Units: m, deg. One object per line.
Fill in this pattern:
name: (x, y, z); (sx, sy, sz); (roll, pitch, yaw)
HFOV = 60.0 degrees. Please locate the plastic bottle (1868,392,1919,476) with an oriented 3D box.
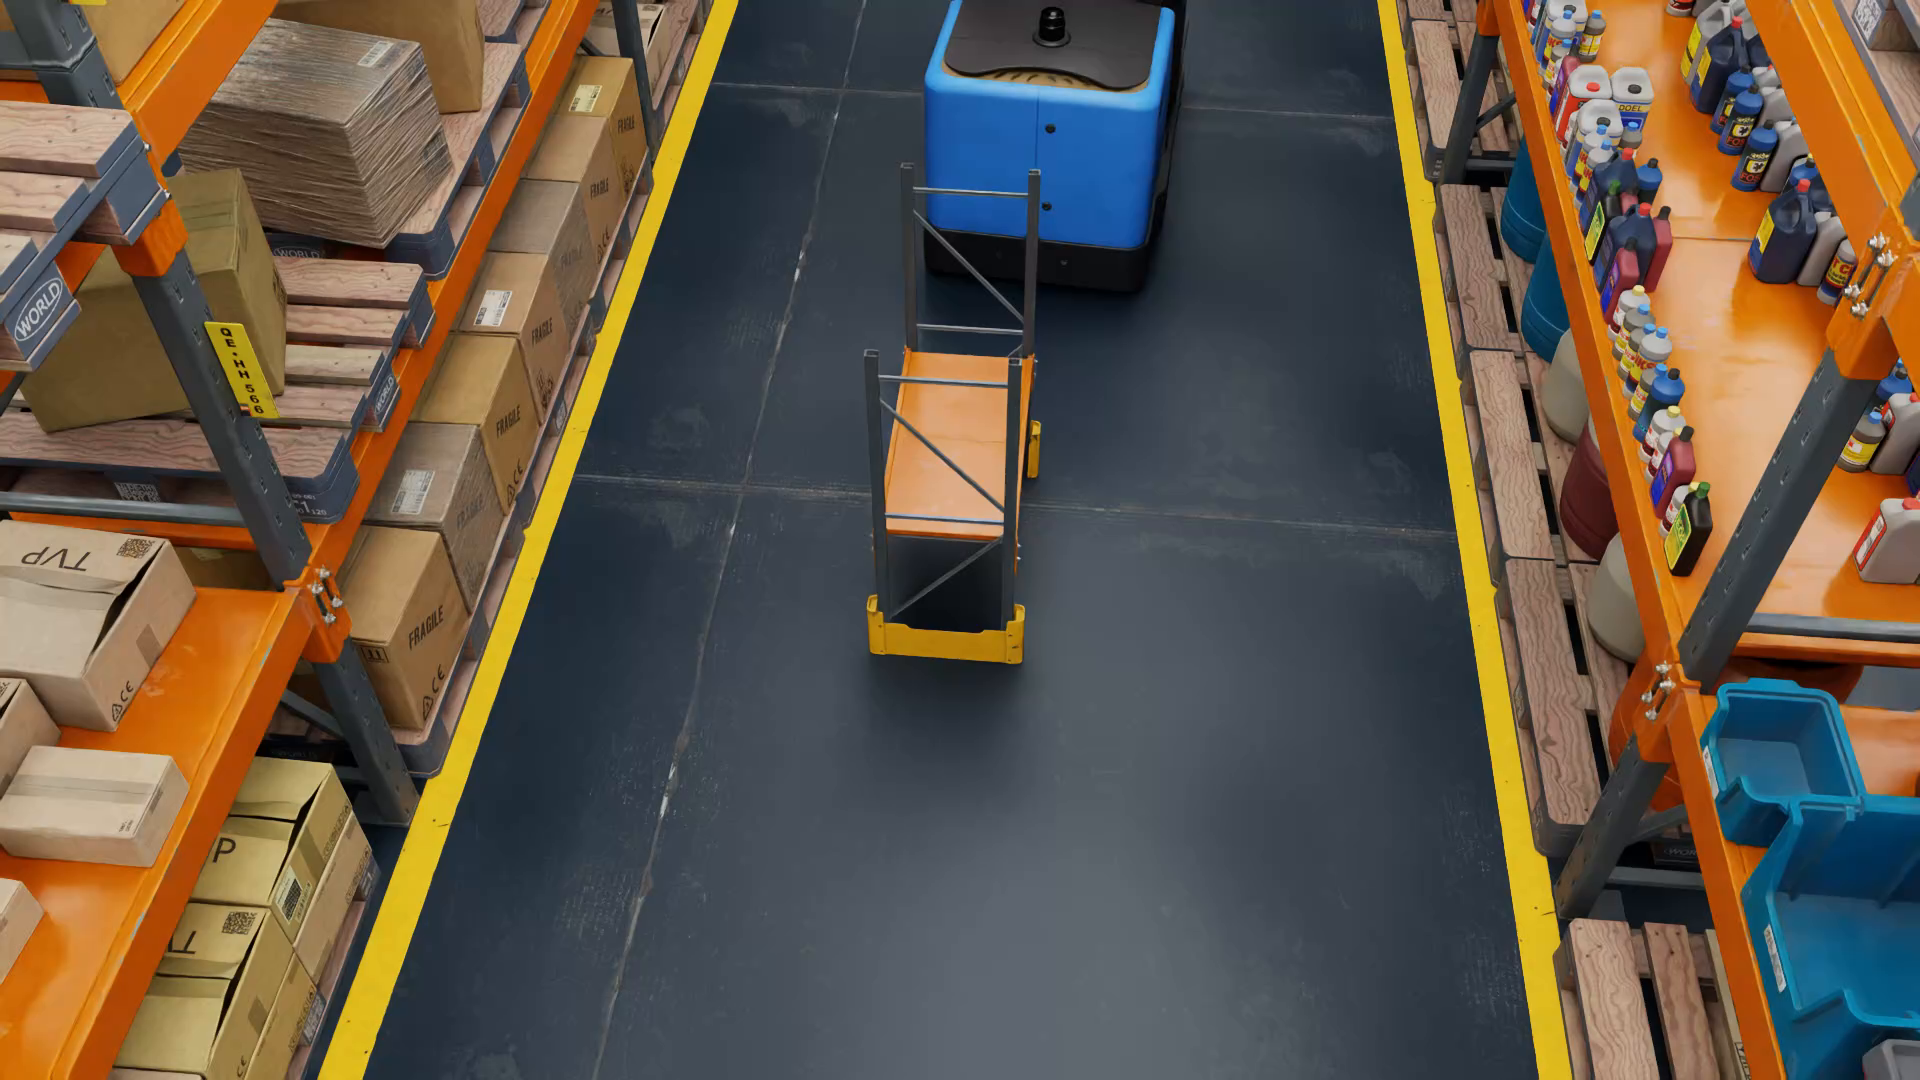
plastic bottle: (2.915, -0.342, 5.114); (0.152, 0.276, 0.135); (4, 48, 4)

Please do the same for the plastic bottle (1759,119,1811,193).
plastic bottle: (3.050, -1.425, 6.105); (0.152, 0.276, 0.135); (4, 48, 4)

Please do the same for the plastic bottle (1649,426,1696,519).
plastic bottle: (2.145, -0.203, 4.982); (0.061, 0.283, 0.133); (4, 48, 4)

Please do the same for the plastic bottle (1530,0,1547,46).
plastic bottle: (2.405, -2.147, 6.768); (0.097, 0.271, 0.097); (0, 48, 0)

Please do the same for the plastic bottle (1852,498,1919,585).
plastic bottle: (2.722, -0.012, 4.812); (0.152, 0.276, 0.135); (4, 48, 4)

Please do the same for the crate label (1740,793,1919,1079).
crate label: (2.152, 0.953, 3.822); (0.502, 0.435, 0.616); (4, 48, 4)

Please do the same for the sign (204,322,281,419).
sign: (-1.868, -0.439, 4.334); (0.100, 0.325, 0.005); (4, 48, 4)

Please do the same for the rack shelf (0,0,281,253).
rack shelf: (-2.238, -2.322, 5.296); (1.077, 0.370, 4.000); (4, 48, 4)

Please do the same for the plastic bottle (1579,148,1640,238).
plastic bottle: (2.313, -1.244, 5.889); (0.144, 0.351, 0.185); (4, 48, 4)

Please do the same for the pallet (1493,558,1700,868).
pallet: (2.542, 0.612, 6.047); (1.003, 0.211, 1.213); (4, 48, 4)

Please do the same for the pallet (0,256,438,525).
pallet: (-2.429, -0.521, 5.324); (1.213, 0.211, 1.003); (4, 48, 4)

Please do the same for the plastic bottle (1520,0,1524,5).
plastic bottle: (2.418, -2.406, 6.997); (0.061, 0.283, 0.133); (4, 48, 4)

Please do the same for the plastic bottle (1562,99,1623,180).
plastic bottle: (2.349, -1.479, 6.154); (0.152, 0.276, 0.135); (4, 48, 4)

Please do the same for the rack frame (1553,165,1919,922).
rack frame: (2.512, 0.253, 4.486); (1.000, 3.000, 0.127); (4, 48, 4)

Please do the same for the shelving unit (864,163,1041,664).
shelving unit: (-0.007, -0.450, 6.145); (0.587, 1.500, 1.083); (4, 48, 4)

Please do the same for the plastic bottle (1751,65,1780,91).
plastic bottle: (3.083, -1.694, 6.351); (0.152, 0.276, 0.135); (4, 48, 4)

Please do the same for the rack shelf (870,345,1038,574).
rack shelf: (-0.008, -0.322, 6.272); (0.538, 0.185, 1.000); (4, 48, 4)

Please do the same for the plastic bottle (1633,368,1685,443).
plastic bottle: (2.191, -0.426, 5.194); (0.097, 0.271, 0.097); (0, 48, 0)

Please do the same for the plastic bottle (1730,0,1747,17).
plastic bottle: (3.129, -2.065, 6.690); (0.152, 0.276, 0.135); (4, 48, 4)

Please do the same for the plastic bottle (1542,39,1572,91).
plastic bottle: (2.375, -1.881, 6.572); (0.097, 0.201, 0.097); (0, 48, 0)

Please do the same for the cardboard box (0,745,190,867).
cardboard box: (-2.228, 0.681, 4.264); (0.380, 0.149, 0.250); (4, 48, 4)

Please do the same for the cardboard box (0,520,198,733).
cardboard box: (-2.497, 0.211, 4.584); (0.500, 0.311, 0.500); (7, 48, 6)

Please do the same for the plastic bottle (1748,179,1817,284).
plastic bottle: (2.854, -1.074, 5.733); (0.144, 0.351, 0.185); (4, 48, 4)

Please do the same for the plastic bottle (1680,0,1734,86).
plastic bottle: (2.975, -1.982, 6.564); (0.144, 0.351, 0.185); (4, 48, 4)

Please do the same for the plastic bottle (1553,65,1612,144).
plastic bottle: (2.370, -1.650, 6.310); (0.152, 0.276, 0.135); (4, 48, 4)

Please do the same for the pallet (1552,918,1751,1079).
pallet: (2.402, 1.761, 4.997); (1.003, 0.211, 1.213); (4, 48, 4)

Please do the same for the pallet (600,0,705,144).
pallet: (-1.993, -2.586, 8.972); (1.003, 0.211, 1.213); (4, 48, 4)

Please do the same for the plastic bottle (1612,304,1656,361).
plastic bottle: (2.227, -0.688, 5.482); (0.097, 0.201, 0.097); (0, 48, 0)

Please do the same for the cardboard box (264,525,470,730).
cardboard box: (-2.095, 0.297, 5.842); (0.500, 0.500, 0.500); (6, 48, 5)

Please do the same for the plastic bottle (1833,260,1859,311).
plastic bottle: (3.024, -0.850, 5.574); (0.061, 0.283, 0.133); (4, 48, 4)

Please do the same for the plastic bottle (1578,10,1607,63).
plastic bottle: (2.547, -2.041, 6.719); (0.097, 0.201, 0.097); (0, 48, 0)

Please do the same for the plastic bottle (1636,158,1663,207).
plastic bottle: (2.437, -1.242, 5.940); (0.097, 0.271, 0.097); (0, 48, 0)

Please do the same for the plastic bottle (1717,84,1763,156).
plastic bottle: (2.945, -1.589, 6.257); (0.097, 0.271, 0.097); (0, 48, 0)

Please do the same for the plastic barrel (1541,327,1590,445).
plastic barrel: (2.605, -0.661, 6.723); (0.421, 0.512, 0.421); (0, 48, 0)

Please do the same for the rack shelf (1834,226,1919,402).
rack shelf: (2.329, 0.953, 2.300); (1.077, 0.370, 4.000); (4, 48, 4)

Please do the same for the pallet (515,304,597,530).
pallet: (-2.201, -0.582, 7.139); (1.003, 0.211, 1.213); (4, 48, 4)

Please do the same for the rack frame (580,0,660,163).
rack frame: (-2.056, -3.022, 7.482); (1.000, 3.000, 0.127); (4, 48, 4)

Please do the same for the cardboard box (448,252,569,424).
cardboard box: (-1.959, -0.840, 6.882); (0.500, 0.500, 0.500); (2, 48, 2)

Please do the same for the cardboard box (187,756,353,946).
cardboard box: (-2.223, 0.915, 5.079); (0.500, 0.311, 0.500); (5, 48, 5)

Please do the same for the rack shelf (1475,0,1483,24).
rack shelf: (3.058, -3.913, 8.784); (1.077, 0.370, 4.000); (4, 48, 4)

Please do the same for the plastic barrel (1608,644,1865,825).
plastic barrel: (2.539, 0.483, 5.462); (0.600, 0.830, 0.708); (4, 48, 4)

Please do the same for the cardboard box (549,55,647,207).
cardboard box: (-1.816, -1.945, 7.892); (0.500, 0.500, 0.500); (4, 48, 3)

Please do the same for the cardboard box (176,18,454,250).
cardboard box: (-2.202, -1.388, 5.635); (0.700, 0.500, 0.500); (12, 49, 11)

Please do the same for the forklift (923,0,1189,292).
forklift: (0.596, -3.246, 7.732); (1.130, 2.935, 3.031); (8, 48, 7)

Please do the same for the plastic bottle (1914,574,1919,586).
plastic bottle: (2.873, -0.002, 4.803); (0.152, 0.276, 0.135); (4, 48, 4)

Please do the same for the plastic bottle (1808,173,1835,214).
plastic bottle: (3.018, -1.163, 5.814); (0.144, 0.351, 0.185); (4, 48, 4)
